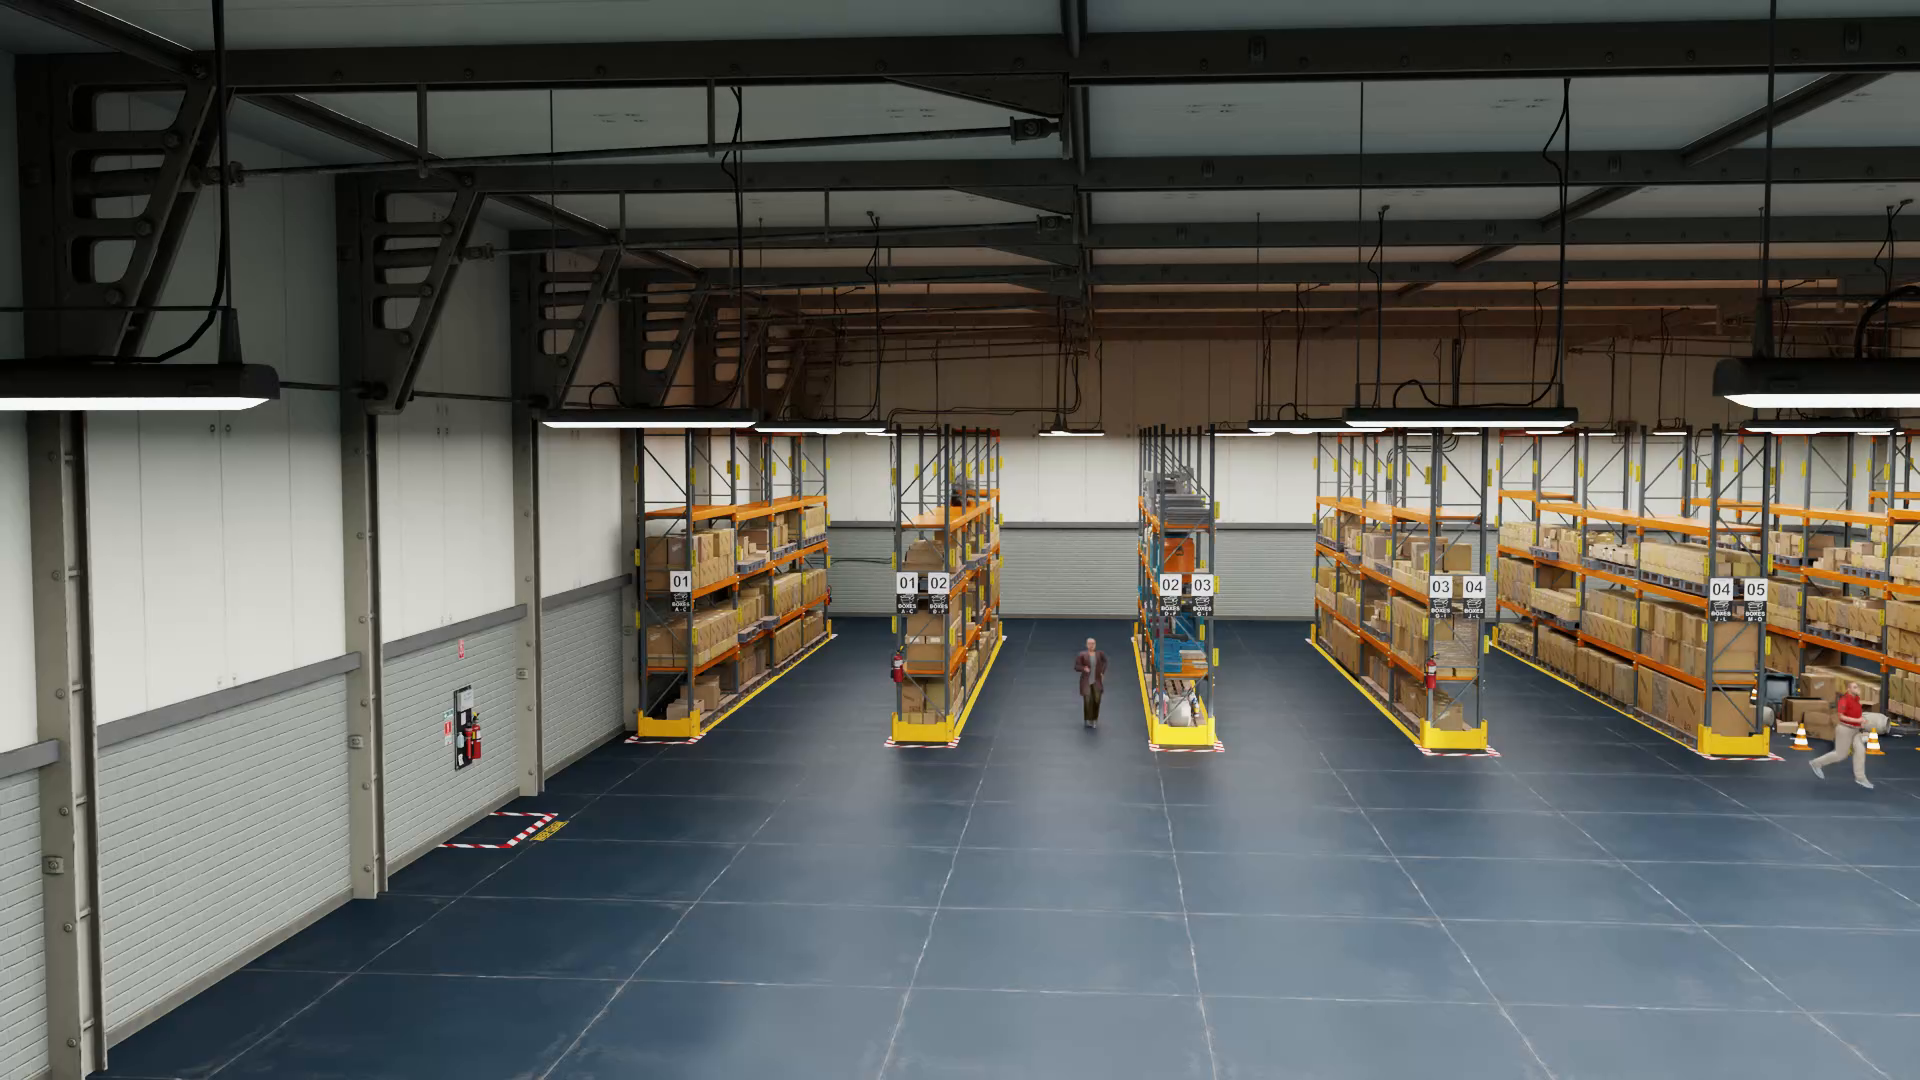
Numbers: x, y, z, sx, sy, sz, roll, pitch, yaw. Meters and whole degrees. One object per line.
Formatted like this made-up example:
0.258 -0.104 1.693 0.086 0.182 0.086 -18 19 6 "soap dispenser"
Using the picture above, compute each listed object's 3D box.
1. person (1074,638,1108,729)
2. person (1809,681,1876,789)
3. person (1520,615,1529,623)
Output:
2.611 2.849 32.907 0.699 1.808 0.742 0 3 -4 "person"
14.656 3.193 27.529 0.672 1.743 0.968 -3 5 -40 "person"
16.118 2.100 47.432 0.720 1.546 0.740 -3 5 -44 "person"
